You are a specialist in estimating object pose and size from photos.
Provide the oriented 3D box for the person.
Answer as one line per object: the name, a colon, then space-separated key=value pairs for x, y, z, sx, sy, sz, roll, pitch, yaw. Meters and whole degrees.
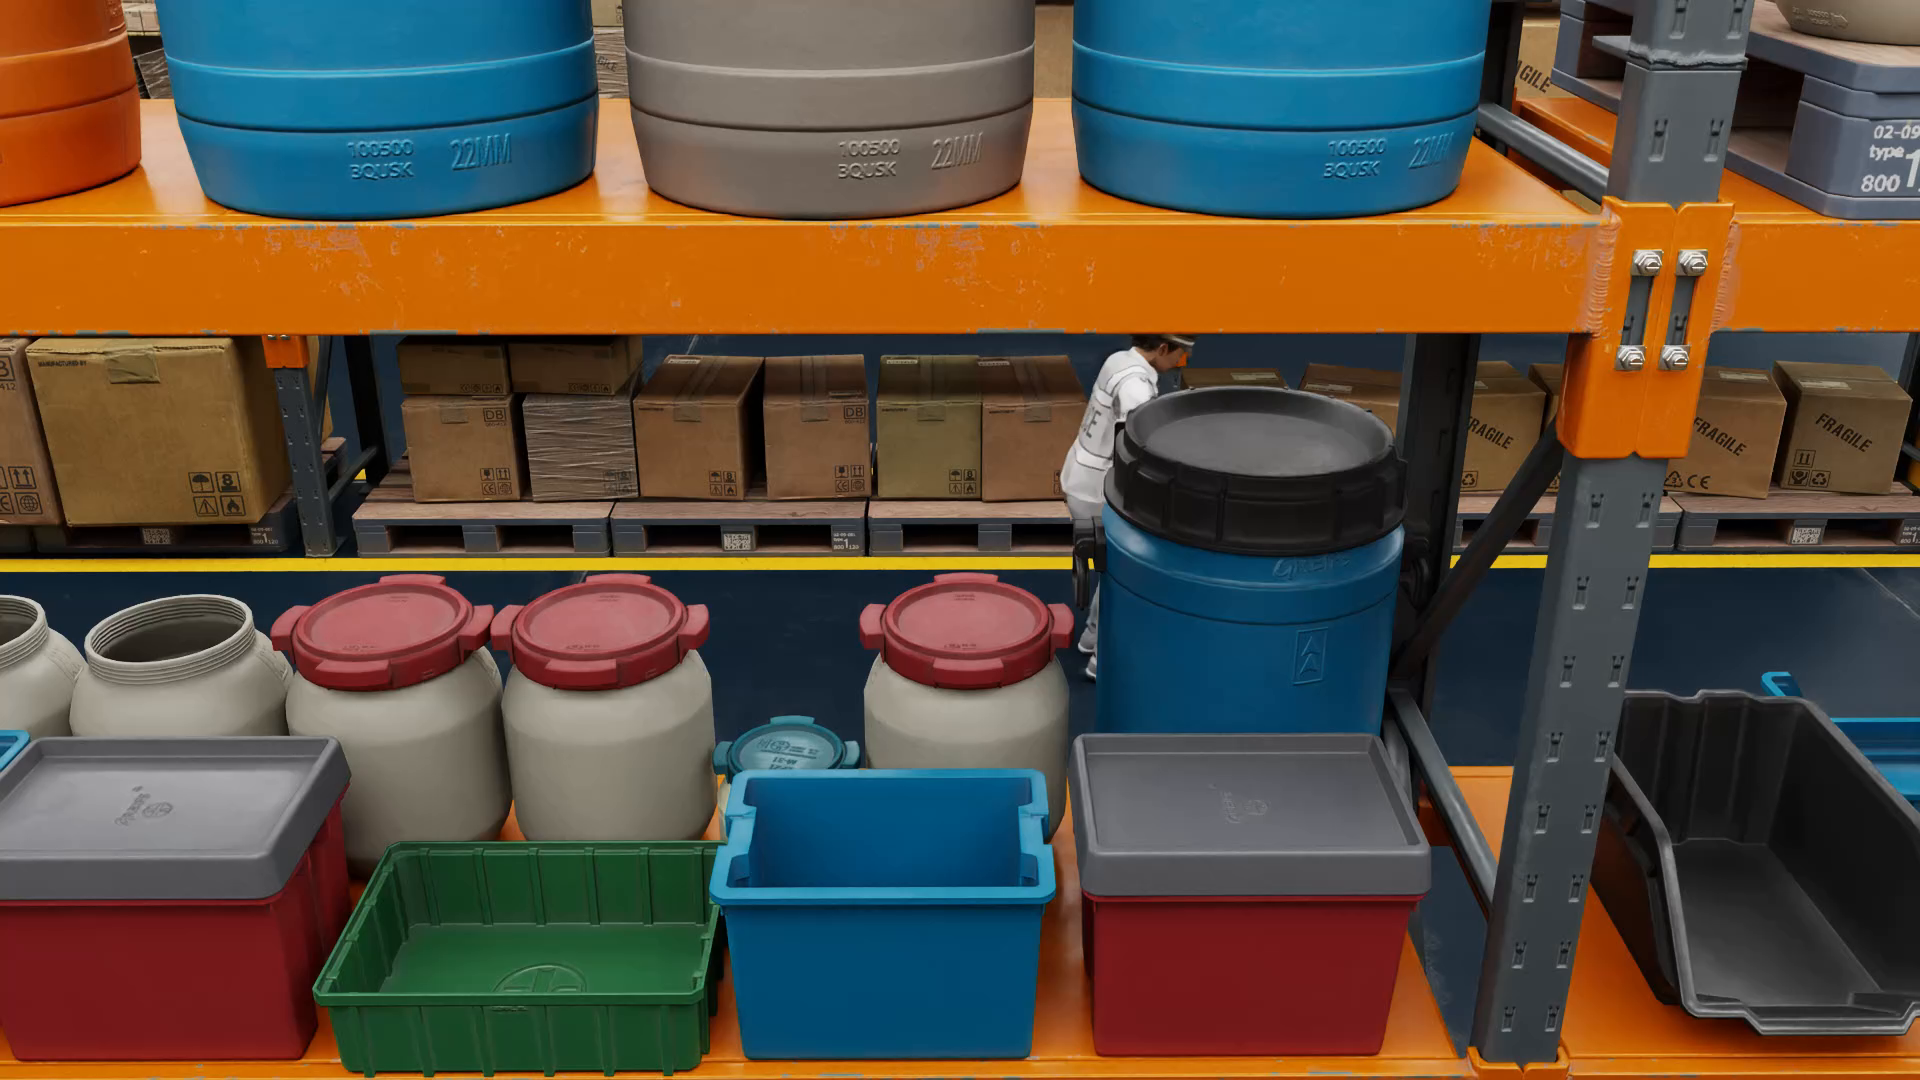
person: x=0.675 y=-0.194 z=6.677 sx=0.548 sy=1.560 sz=0.520 roll=0 pitch=24 yaw=0
